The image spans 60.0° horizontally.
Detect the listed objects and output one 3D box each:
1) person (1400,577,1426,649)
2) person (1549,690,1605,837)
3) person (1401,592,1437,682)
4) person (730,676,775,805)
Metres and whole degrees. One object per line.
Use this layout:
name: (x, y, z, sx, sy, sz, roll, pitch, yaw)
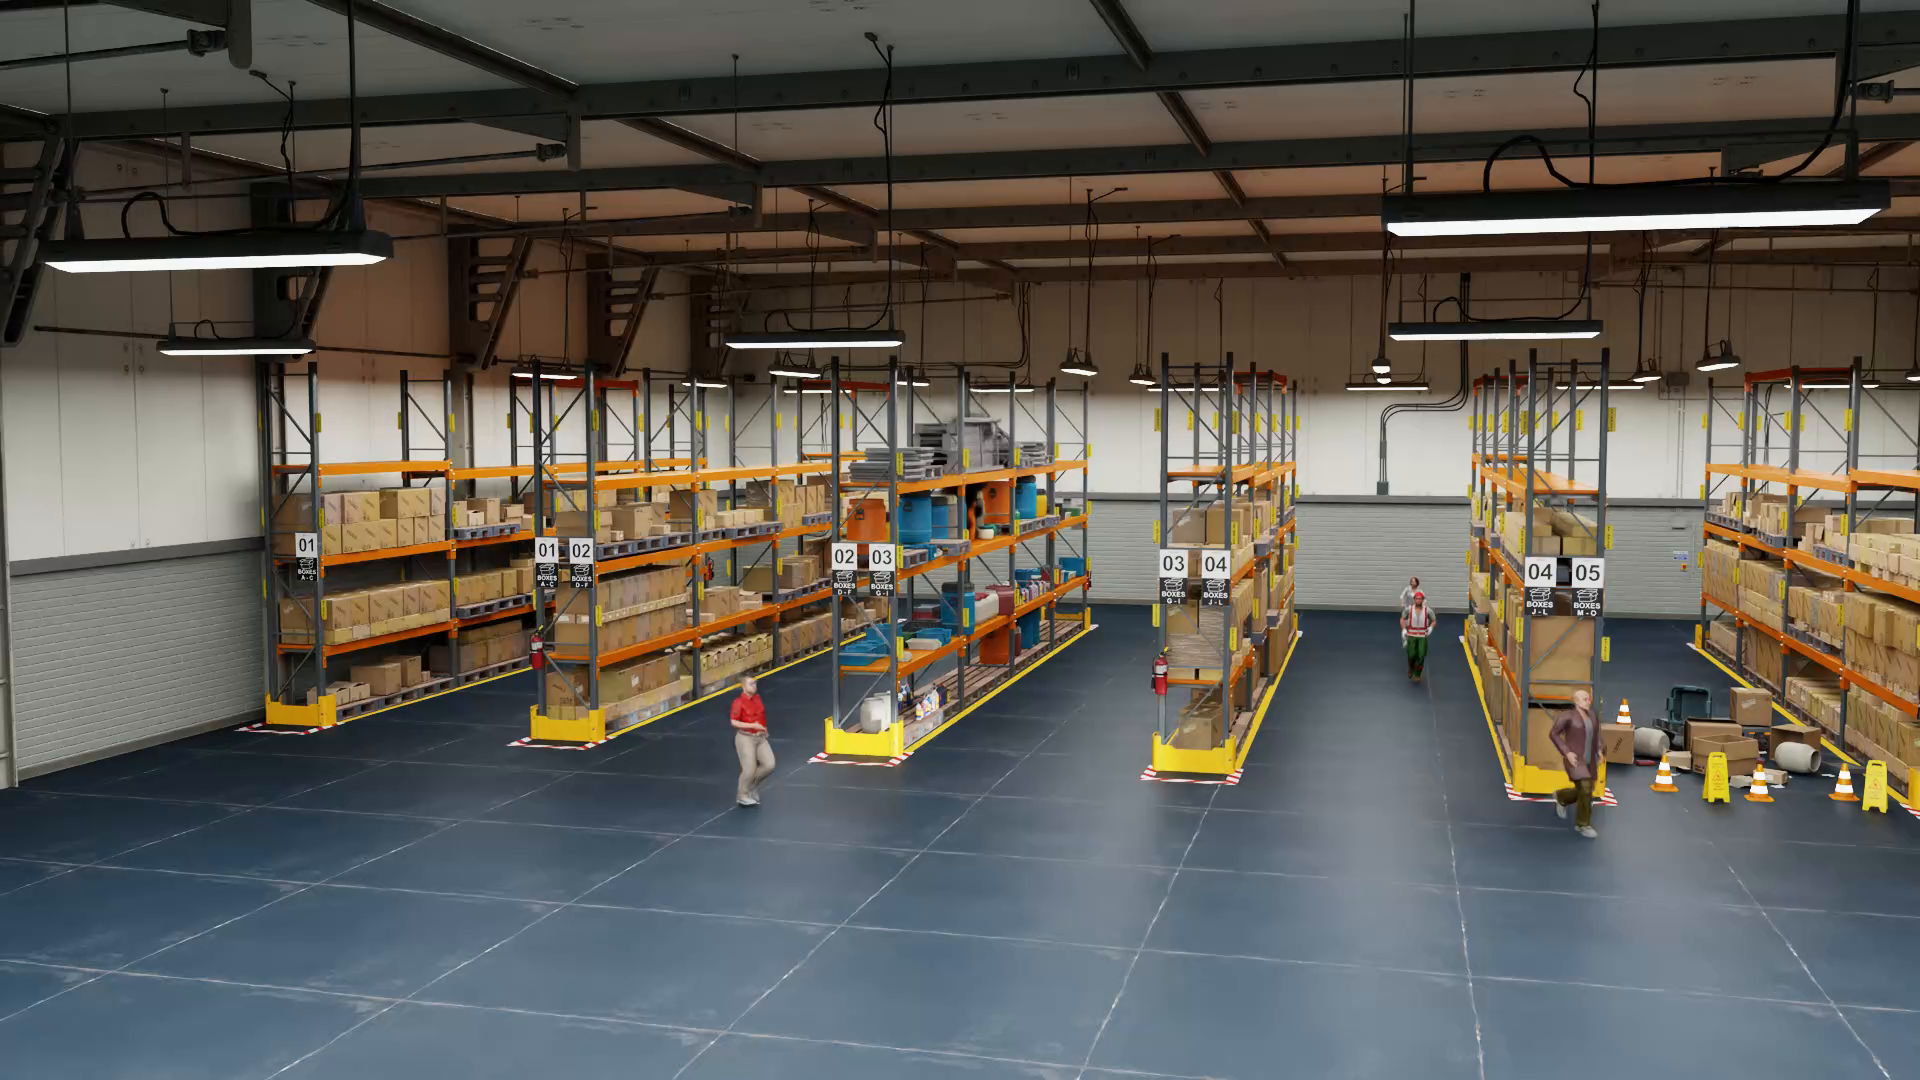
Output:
person: (10.053, 1.615, 36.911, 0.561, 1.599, 0.588, 1, 4, 17)
person: (7.557, 2.704, 20.438, 0.708, 1.753, 0.832, -2, 4, -24)
person: (8.852, 1.870, 32.090, 0.669, 1.749, 0.584, 1, 4, 13)
person: (-2.671, 2.632, 21.682, 0.617, 1.701, 0.648, 3, 5, 39)
